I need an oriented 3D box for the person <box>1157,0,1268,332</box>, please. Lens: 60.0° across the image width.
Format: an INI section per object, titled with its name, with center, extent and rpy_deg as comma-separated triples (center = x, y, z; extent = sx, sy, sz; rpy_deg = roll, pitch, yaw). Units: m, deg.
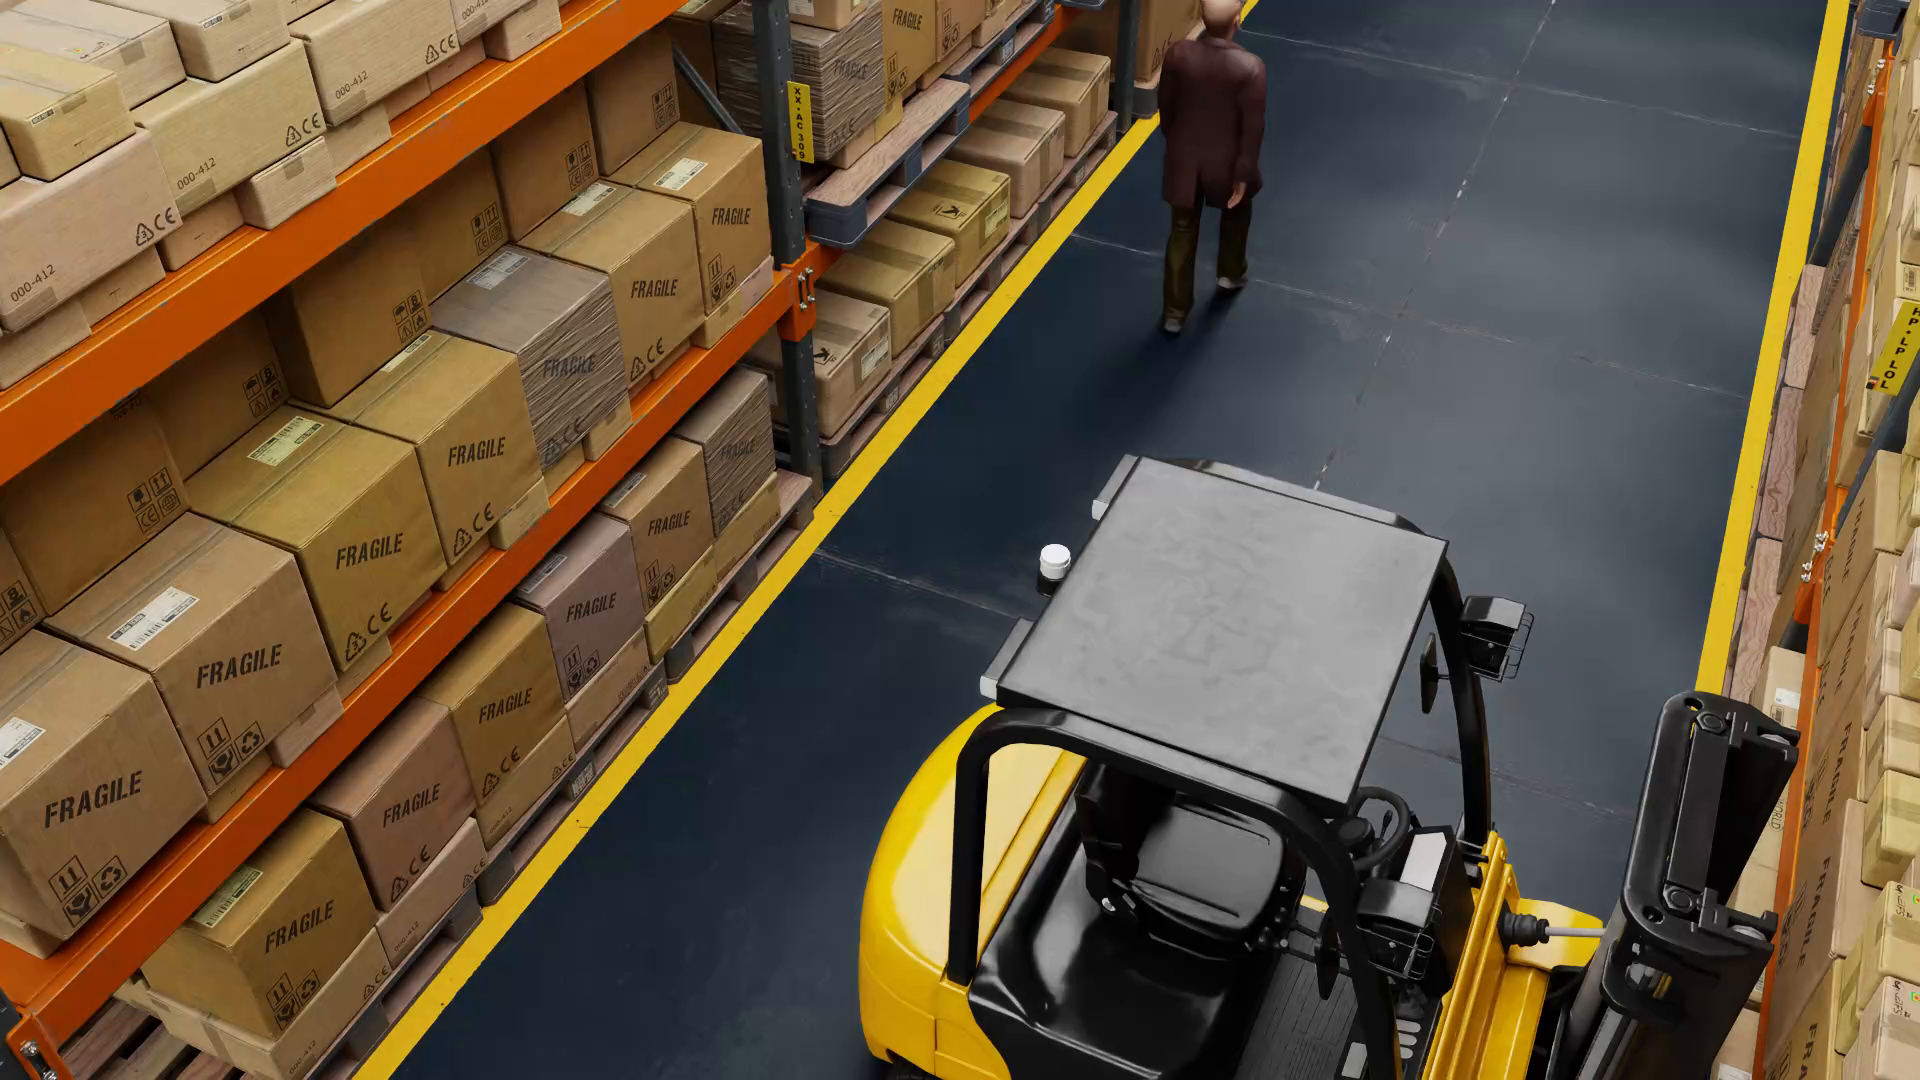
[person]
center = 1.267, -1.939, 8.381
extent = 0.582, 1.821, 0.792
rpy_deg = 15, 44, 17
